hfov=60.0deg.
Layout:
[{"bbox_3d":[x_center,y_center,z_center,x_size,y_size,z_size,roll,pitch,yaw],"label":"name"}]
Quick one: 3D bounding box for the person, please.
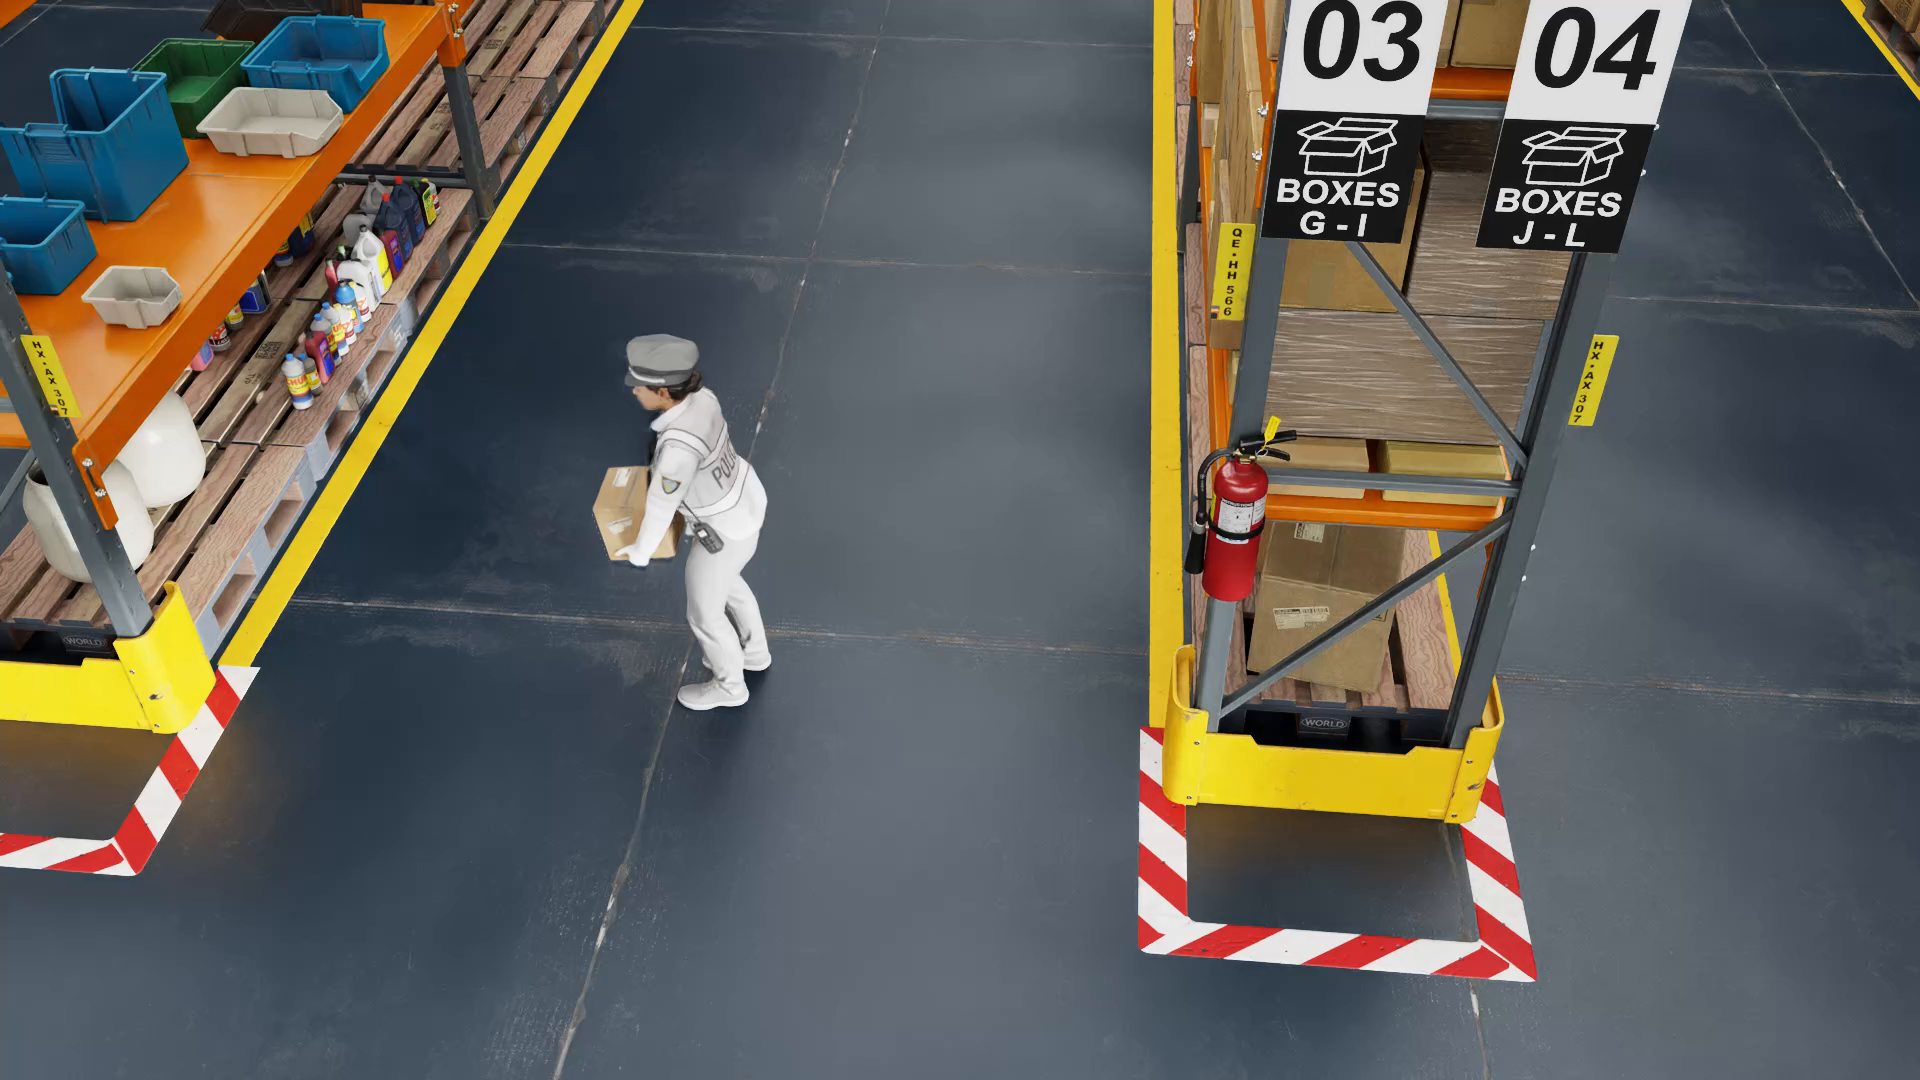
[{"bbox_3d":[-0.997,-0.038,6.220,0.549,1.648,0.412,3,40,3],"label":"person"}]
